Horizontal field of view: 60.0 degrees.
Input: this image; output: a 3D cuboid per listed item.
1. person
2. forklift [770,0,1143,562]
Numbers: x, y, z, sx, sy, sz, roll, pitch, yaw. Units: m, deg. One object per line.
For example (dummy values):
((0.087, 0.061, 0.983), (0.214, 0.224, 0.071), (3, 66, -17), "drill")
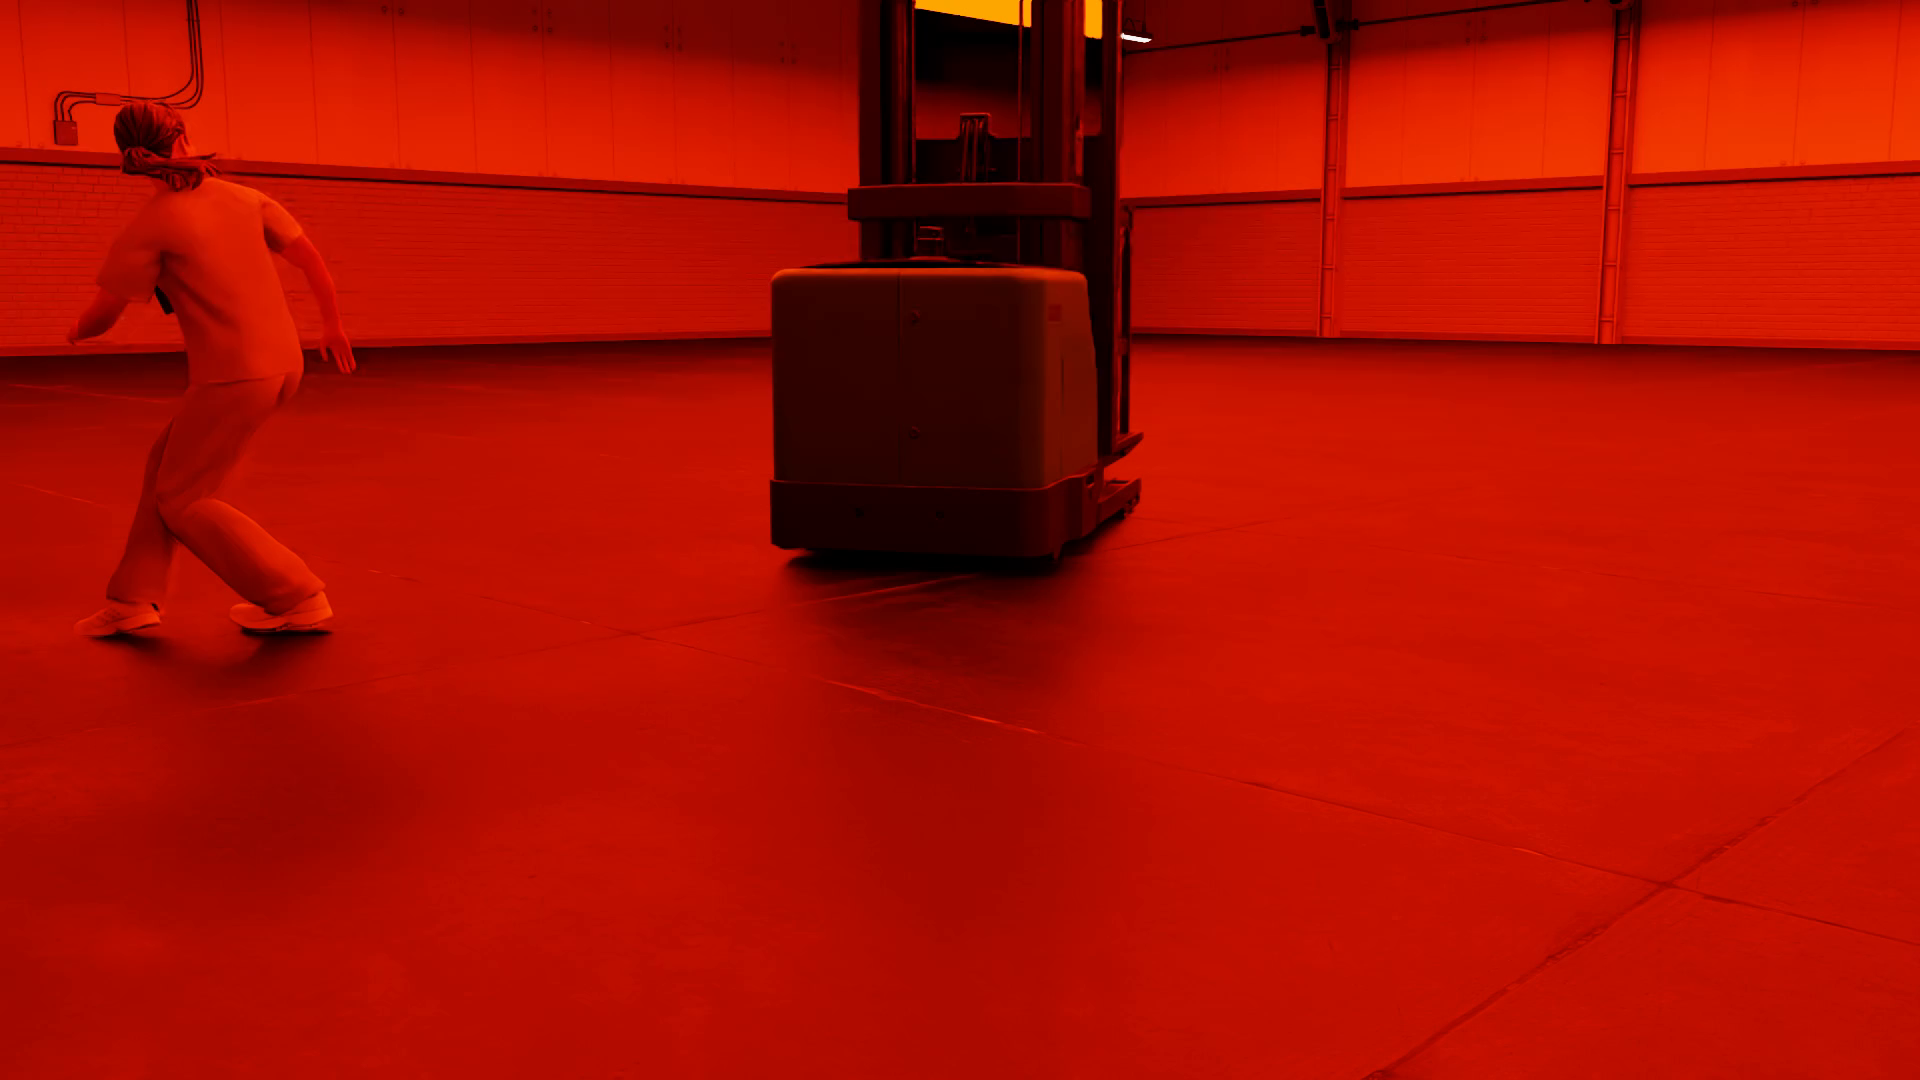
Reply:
((-2.222, -0.491, 4.907), (0.767, 1.538, 0.686), (2, 9, 11), "person")
((0.193, -1.551, 7.175), (1.130, 2.935, 3.031), (2, 9, 16), "forklift")
